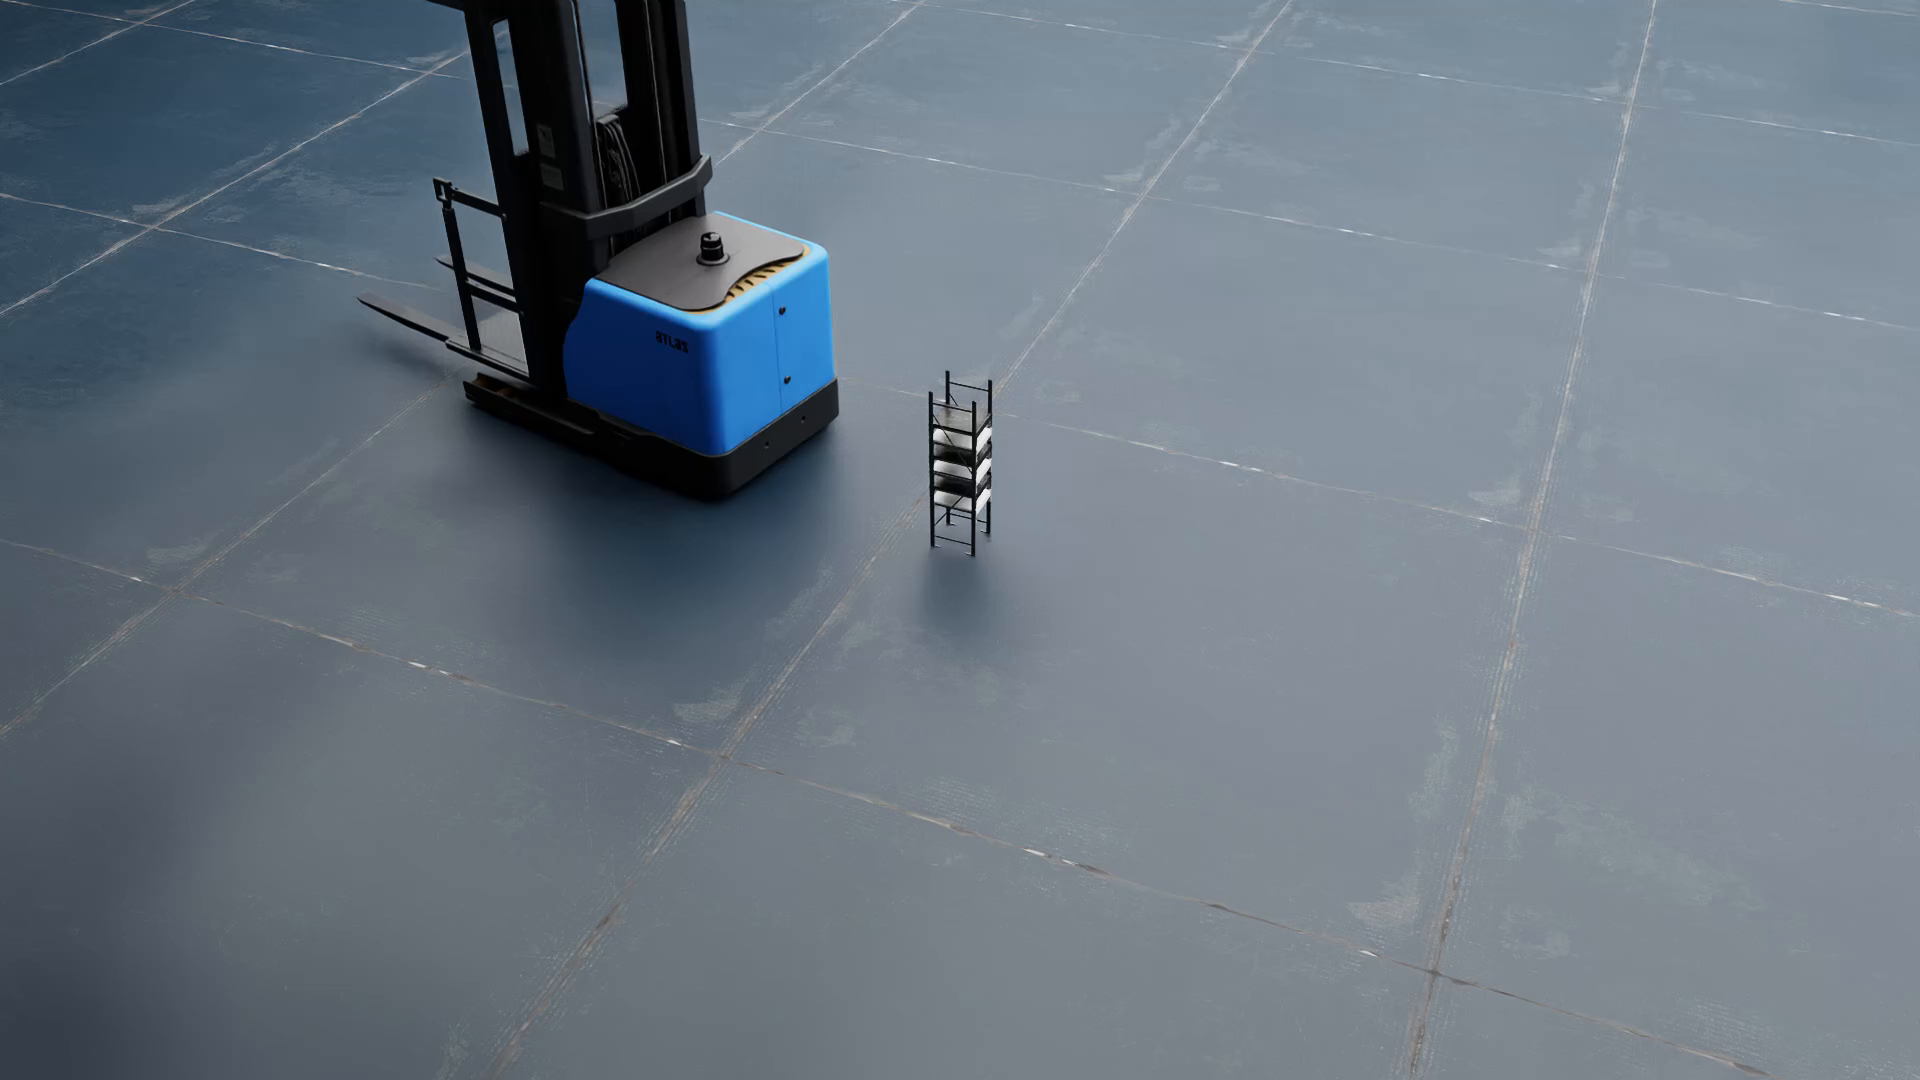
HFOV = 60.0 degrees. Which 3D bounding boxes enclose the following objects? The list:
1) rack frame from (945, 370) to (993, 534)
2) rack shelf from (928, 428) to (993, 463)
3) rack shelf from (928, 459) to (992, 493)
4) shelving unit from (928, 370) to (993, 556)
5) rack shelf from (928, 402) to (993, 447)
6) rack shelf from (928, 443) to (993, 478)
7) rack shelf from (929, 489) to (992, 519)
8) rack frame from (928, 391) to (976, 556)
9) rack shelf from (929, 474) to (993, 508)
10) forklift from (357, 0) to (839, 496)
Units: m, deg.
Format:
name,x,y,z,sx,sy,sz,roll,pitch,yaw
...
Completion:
name,x,y,z,sx,sy,sz,roll,pitch,yaw
rack frame,0.042,-0.421,8.163,0.240,0.900,0.006,14,39,18
rack shelf,0.003,-0.482,8.000,0.258,0.077,0.200,14,39,18
rack shelf,0.003,-0.338,8.108,0.258,0.077,0.200,14,39,18
shelving unit,0.003,-0.365,8.088,0.258,0.900,0.210,14,39,18
rack shelf,0.003,-0.555,7.946,0.258,0.077,0.200,14,39,18
rack shelf,0.003,-0.410,8.054,0.258,0.077,0.200,14,39,18
rack shelf,0.003,-0.194,8.216,0.258,0.077,0.200,14,39,18
rack frame,-0.036,-0.309,8.013,0.240,0.900,0.006,14,39,18
rack shelf,0.003,-0.266,8.162,0.258,0.077,0.200,14,39,18
forklift,-2.167,-2.093,8.704,3.031,2.935,1.130,23,42,27
